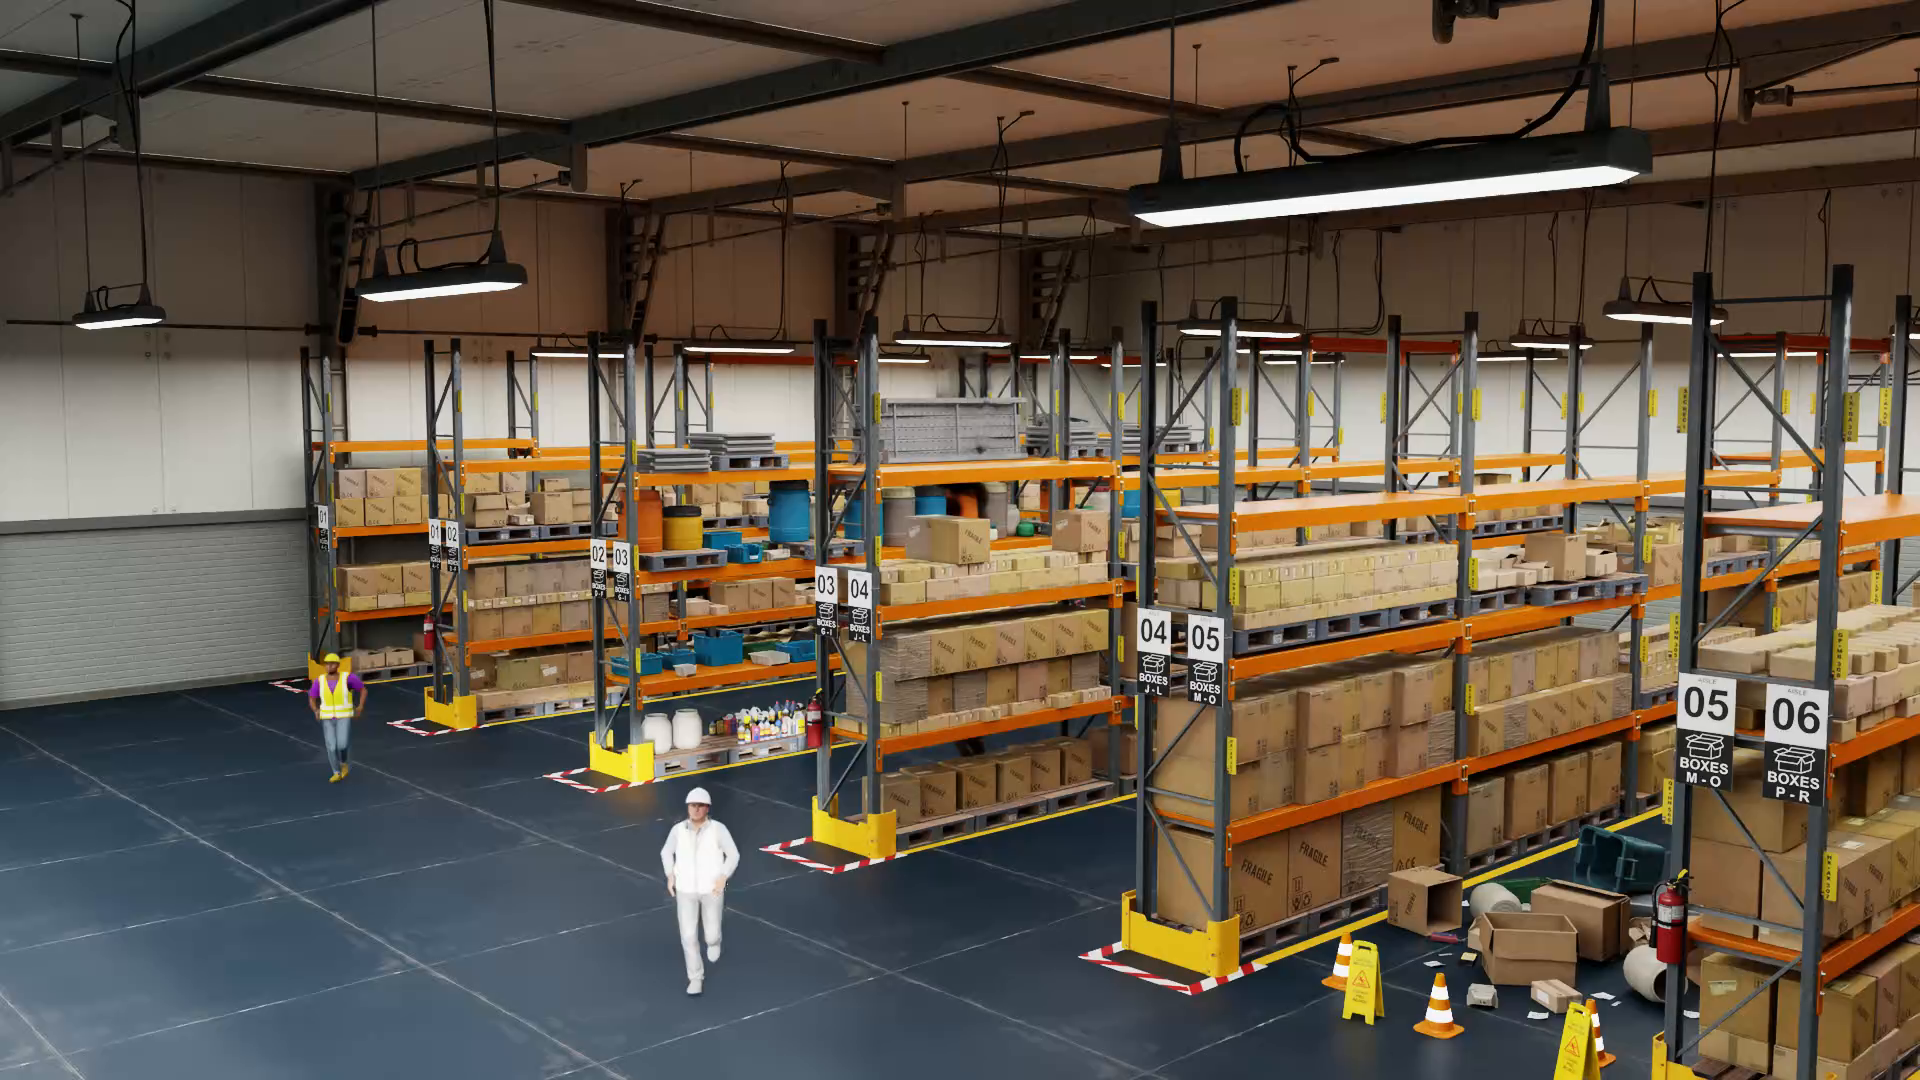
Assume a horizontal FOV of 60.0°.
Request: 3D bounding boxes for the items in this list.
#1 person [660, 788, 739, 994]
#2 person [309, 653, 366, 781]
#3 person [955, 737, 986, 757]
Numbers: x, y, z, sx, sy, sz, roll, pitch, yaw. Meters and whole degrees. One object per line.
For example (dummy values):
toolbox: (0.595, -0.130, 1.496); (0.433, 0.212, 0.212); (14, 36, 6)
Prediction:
person: (-2.276, 3.020, 14.538); (0.695, 1.735, 0.771); (0, 5, -2)
person: (-8.277, 2.363, 22.064); (0.712, 1.721, 0.549); (-1, 5, -10)
person: (0.072, 2.296, 22.722); (0.703, 1.729, 0.651); (3, 6, 34)
